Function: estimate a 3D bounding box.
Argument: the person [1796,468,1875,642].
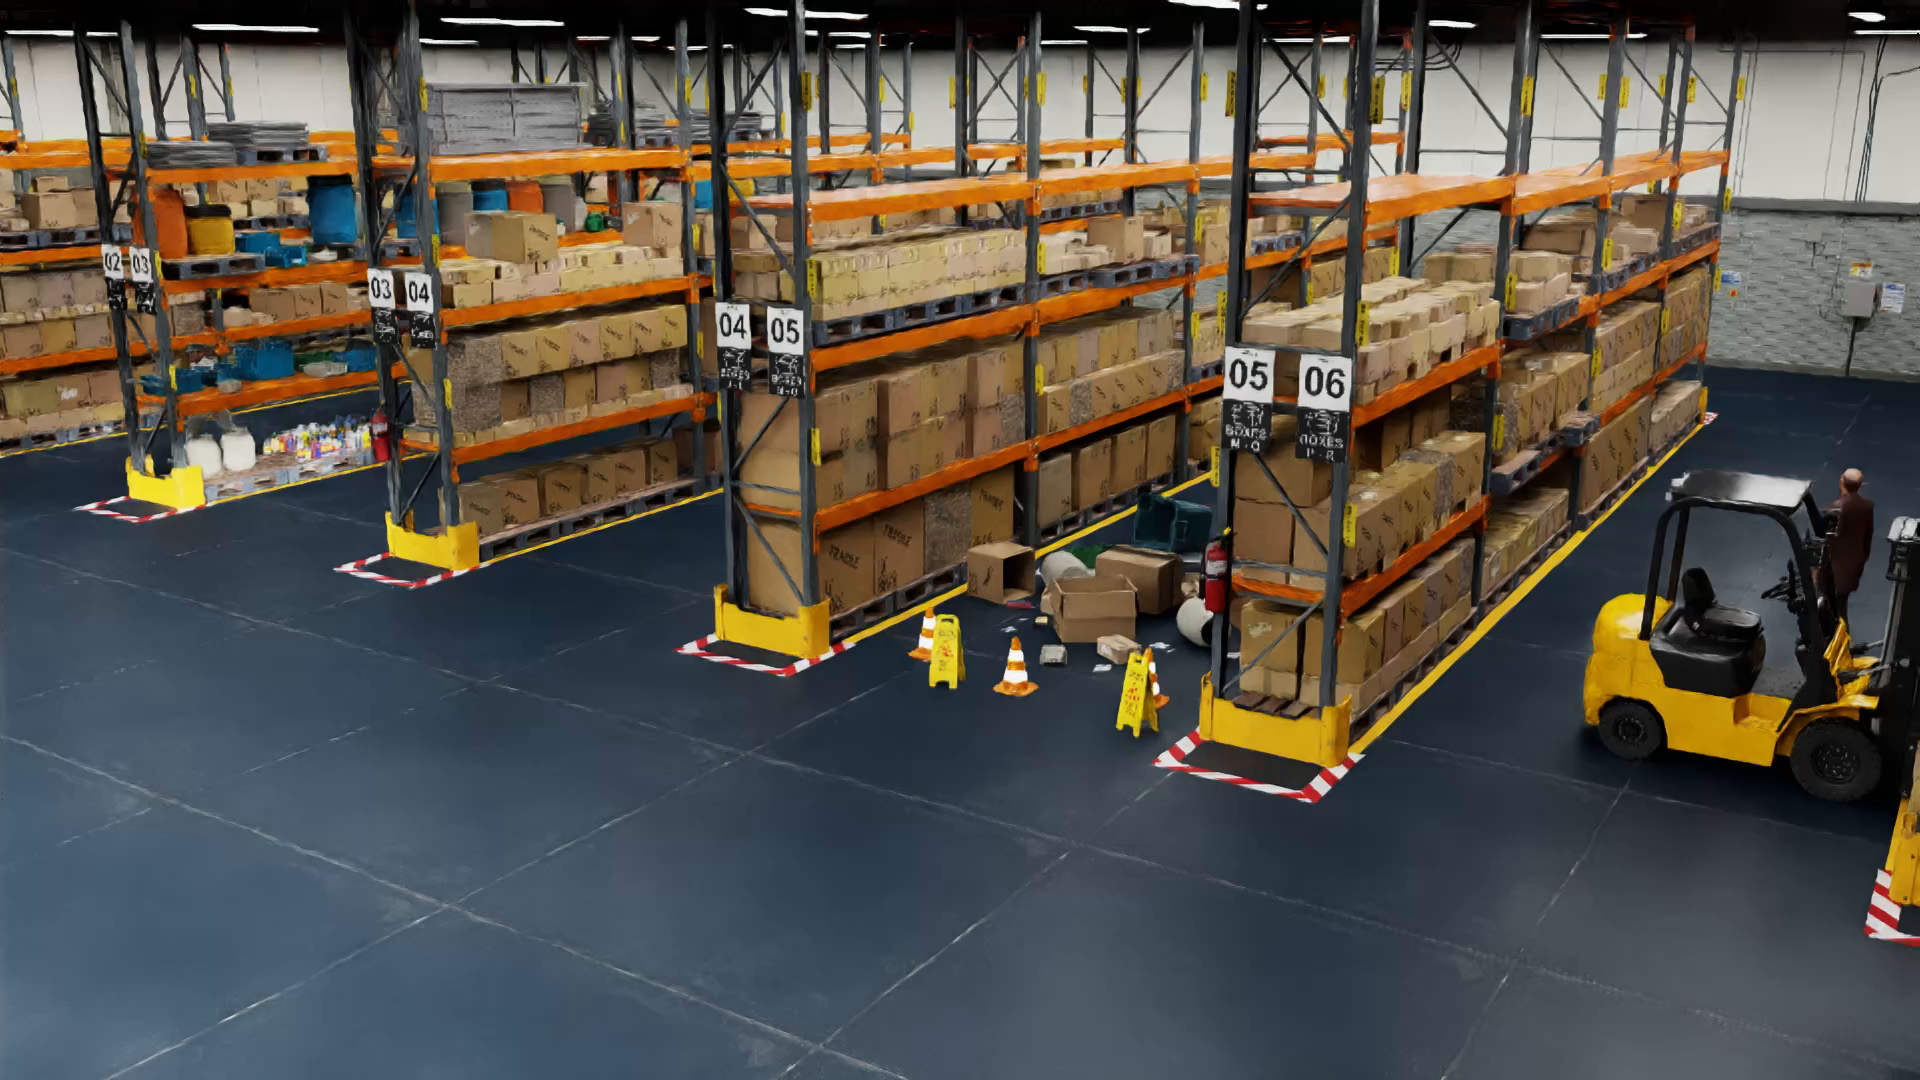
[{"bbox_3d":[7.953,0.207,15.101,0.693,1.771,0.642,-10,18,-31],"label":"person"}]

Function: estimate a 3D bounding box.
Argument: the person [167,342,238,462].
[{"bbox_3d":[-10.383,-1.913,22.886,0.541,1.672,1.116,9,18,30],"label":"person"}]

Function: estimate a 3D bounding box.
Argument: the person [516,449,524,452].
[{"bbox_3d":[-6.418,-2.089,23.710,0.626,1.613,0.793,3,16,12],"label":"person"}]

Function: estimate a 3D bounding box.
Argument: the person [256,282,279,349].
[{"bbox_3d":[-12.405,-3.907,29.875,0.457,1.783,0.618,1,16,3],"label":"person"}]
